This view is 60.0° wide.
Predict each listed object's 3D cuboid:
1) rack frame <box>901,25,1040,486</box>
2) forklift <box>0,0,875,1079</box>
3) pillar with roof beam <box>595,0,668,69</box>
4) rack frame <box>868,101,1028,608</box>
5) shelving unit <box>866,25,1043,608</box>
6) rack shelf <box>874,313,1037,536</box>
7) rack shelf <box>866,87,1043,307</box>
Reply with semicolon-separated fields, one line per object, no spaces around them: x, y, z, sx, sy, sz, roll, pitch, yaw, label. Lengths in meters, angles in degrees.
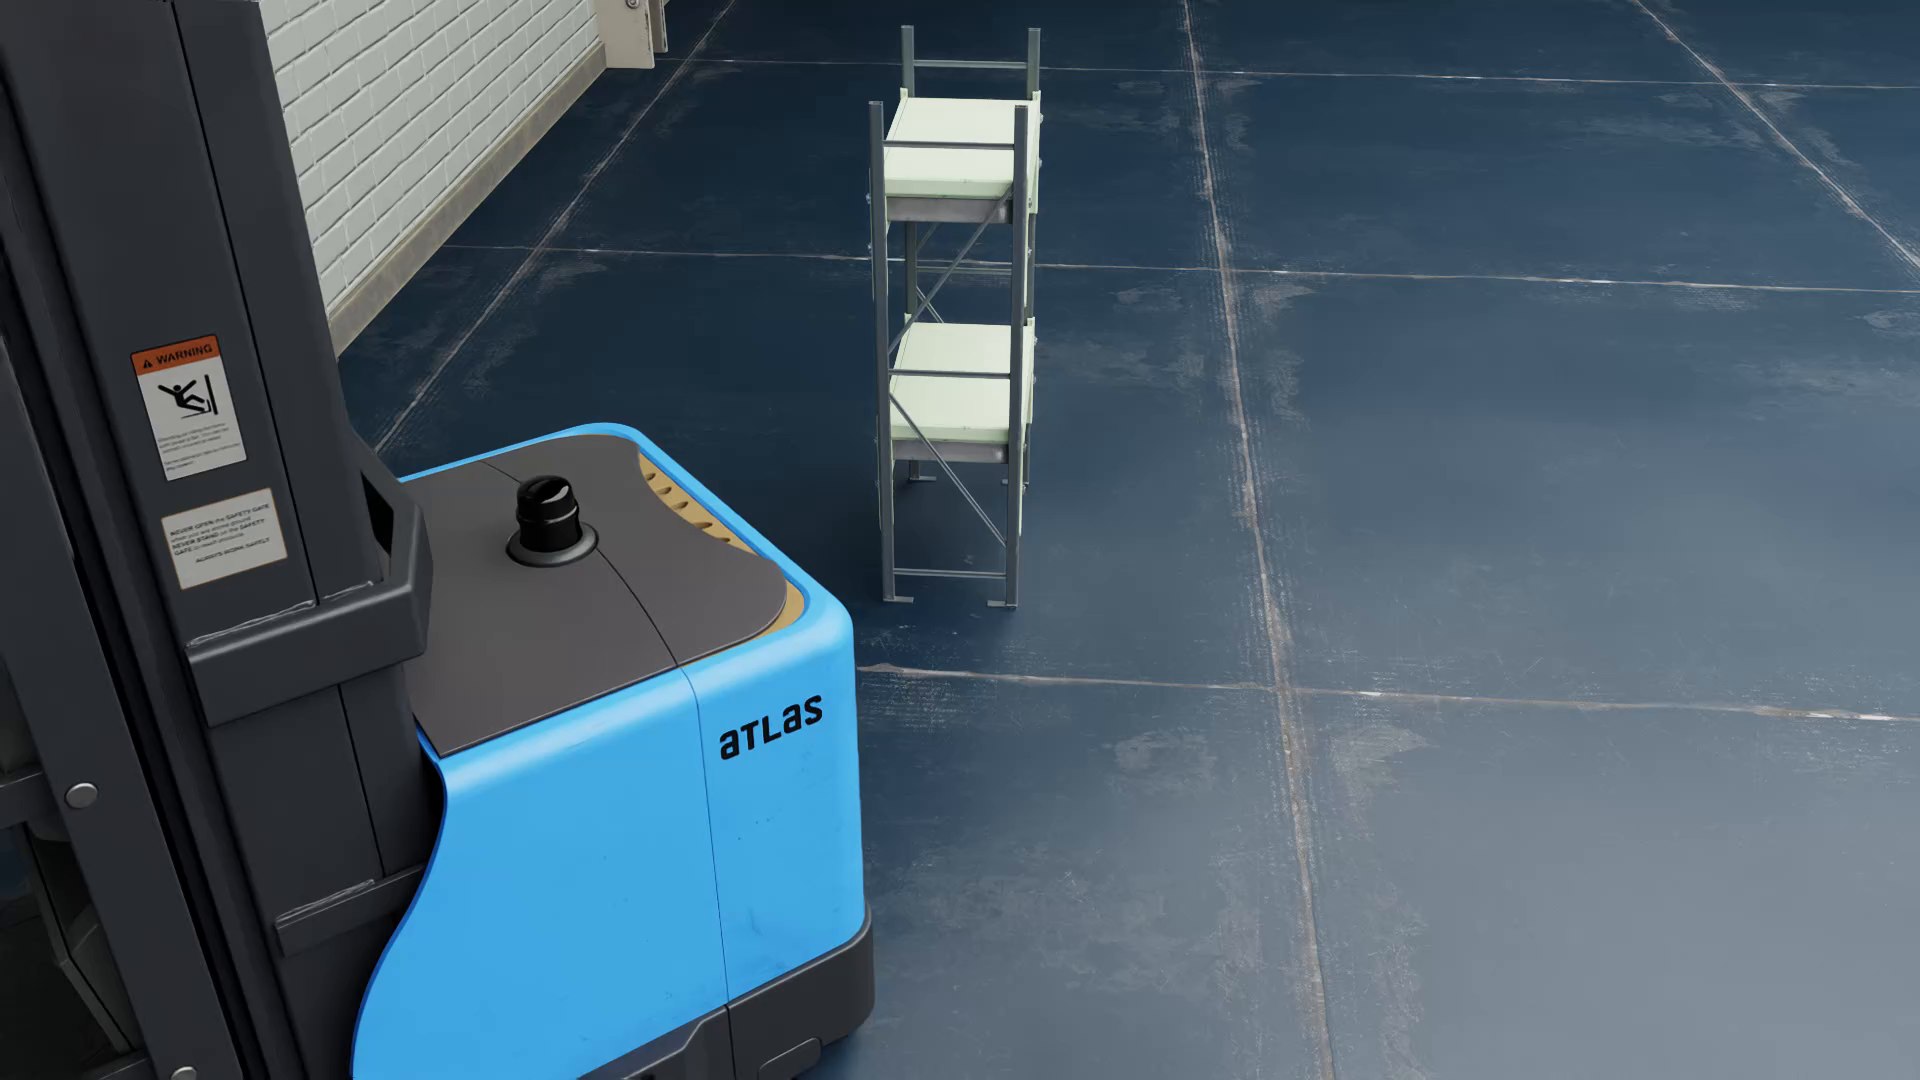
0.030;-0.833;5.173;0.400;1.500;0.023;2;32;4;rack frame
-1.675;0.041;2.389;3.031;2.935;1.130;-21;37;-30;forklift
2.355;-6.515;7.244;9.100;9.000;0.400;2;32;4;pillar with roof beam
-0.029;-0.451;4.552;0.400;1.500;0.023;2;32;4;rack frame
0.001;-0.642;4.862;0.431;1.500;0.755;2;32;4;shelving unit
0.001;-0.364;5.033;0.431;0.370;0.720;2;32;4;rack shelf
0.001;-0.974;4.657;0.431;0.370;0.720;2;32;4;rack shelf
